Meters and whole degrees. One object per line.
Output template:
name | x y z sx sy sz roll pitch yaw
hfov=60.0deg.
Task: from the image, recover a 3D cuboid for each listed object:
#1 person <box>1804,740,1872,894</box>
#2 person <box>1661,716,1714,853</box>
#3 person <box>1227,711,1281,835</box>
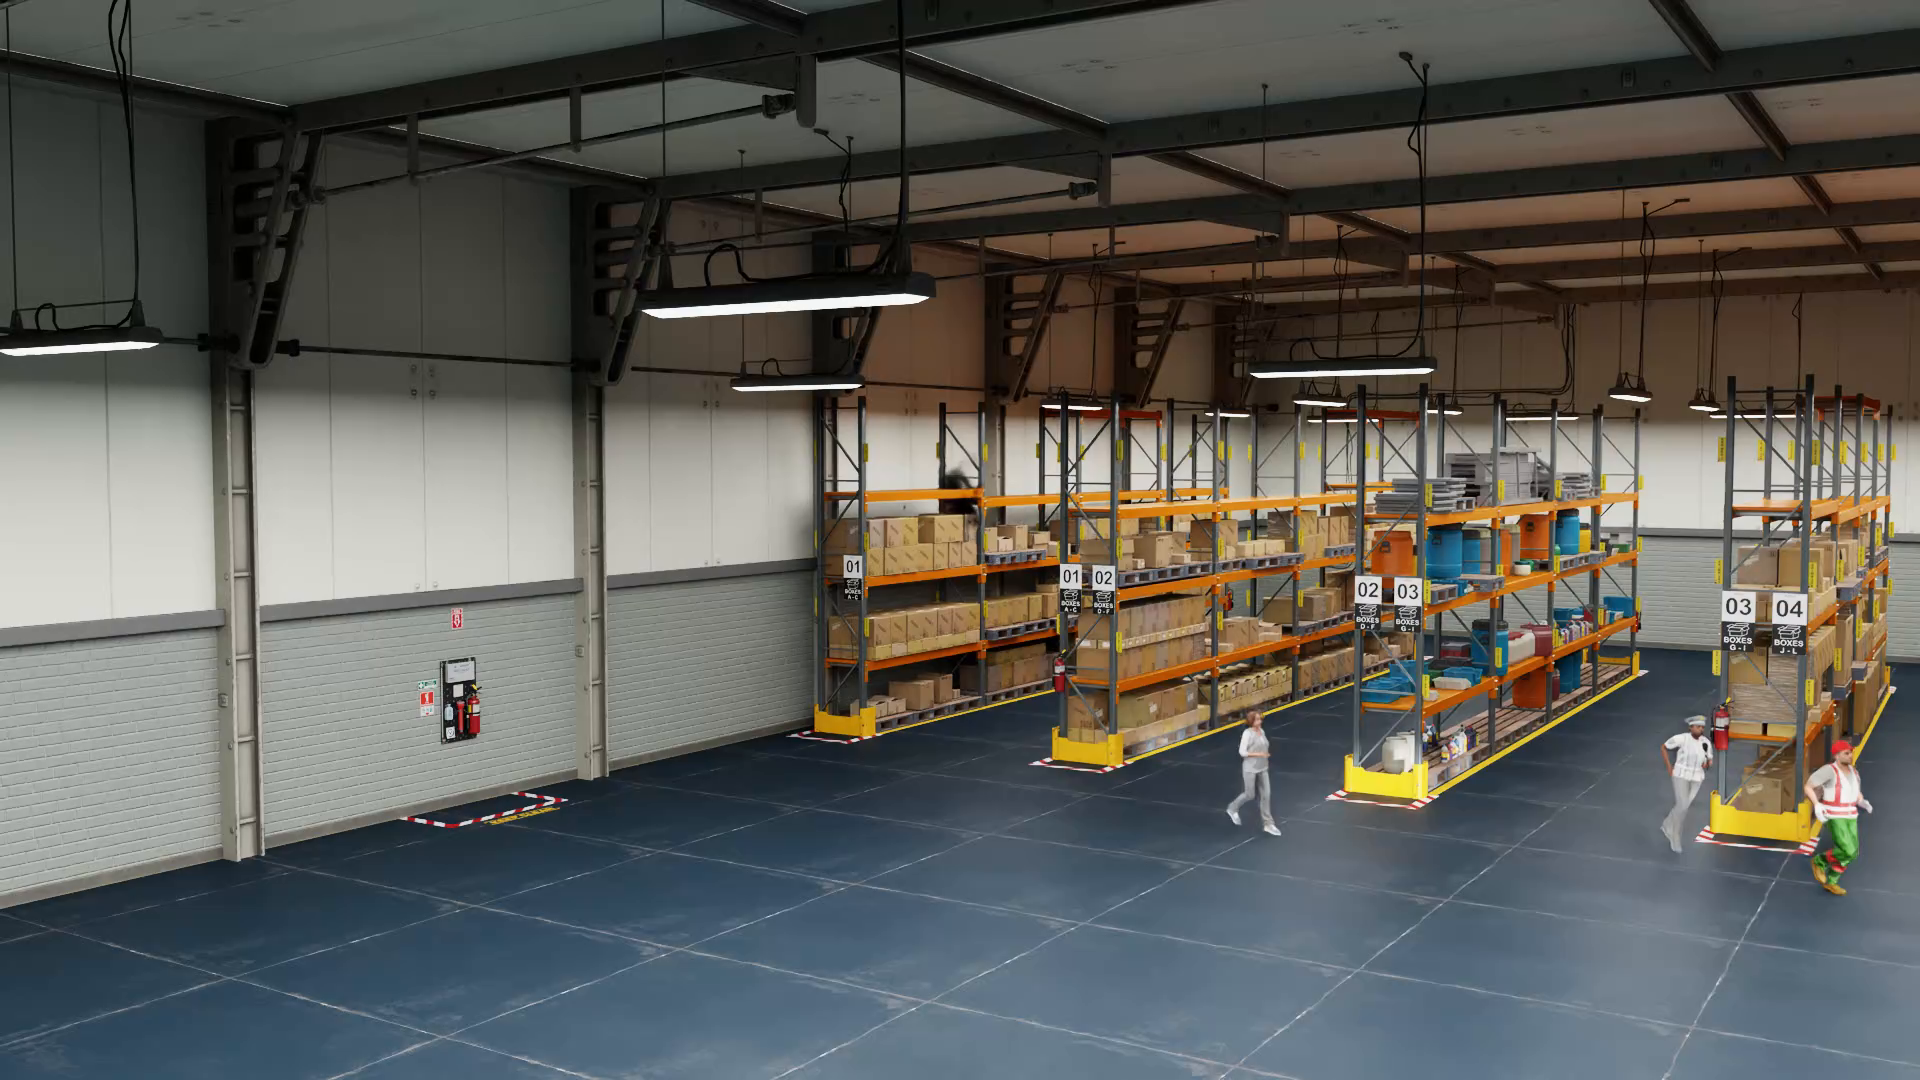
person | 9.985 3.143 18.826 0.668 1.743 0.594 -1 3 -21
person | 9.248 3.073 21.186 0.635 1.731 0.773 0 3 -5
person | 3.868 3.026 21.812 0.545 1.580 0.873 -2 4 -36
